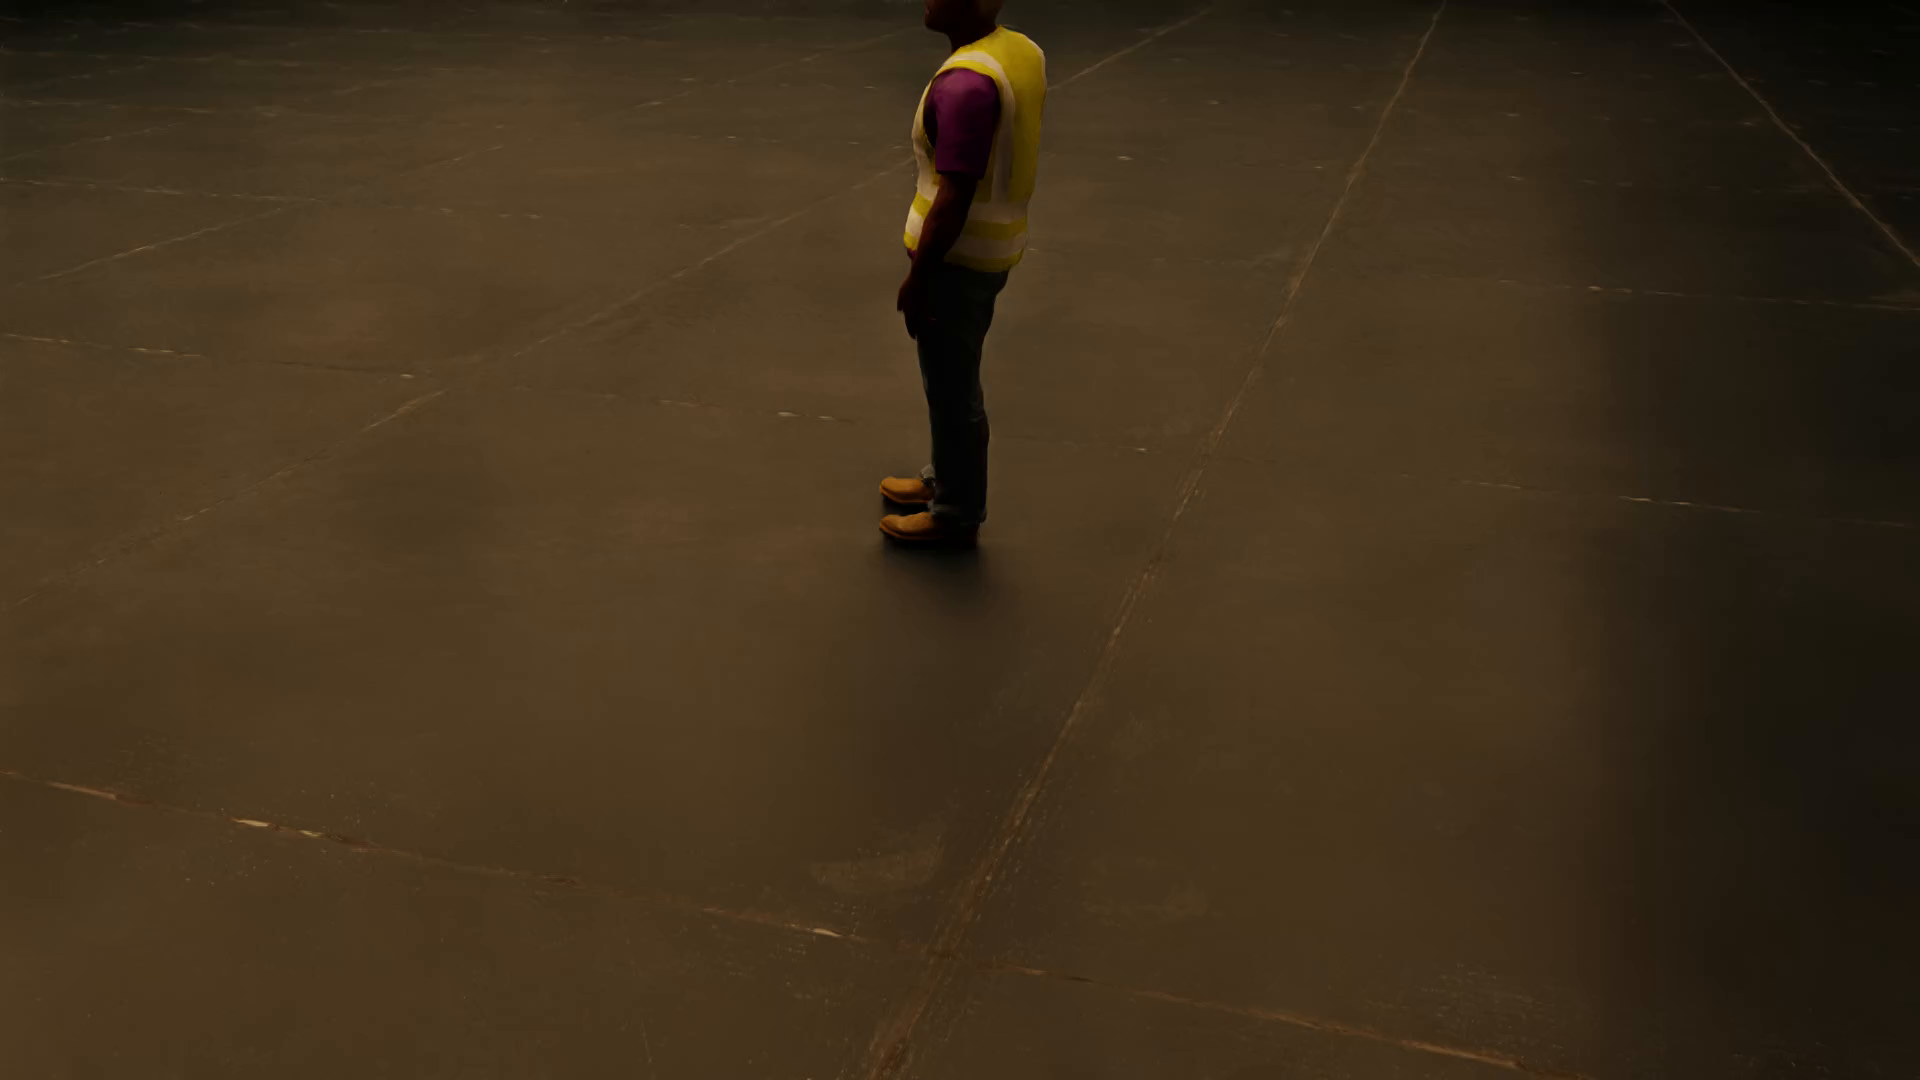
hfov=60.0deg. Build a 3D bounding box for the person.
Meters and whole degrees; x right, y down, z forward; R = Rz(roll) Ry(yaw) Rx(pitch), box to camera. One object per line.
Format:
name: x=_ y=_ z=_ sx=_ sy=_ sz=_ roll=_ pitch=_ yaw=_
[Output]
person: x=-0.065 y=-0.833 z=4.805 sx=0.576 sy=1.766 sz=0.665 roll=7 pitch=23 yaw=16
